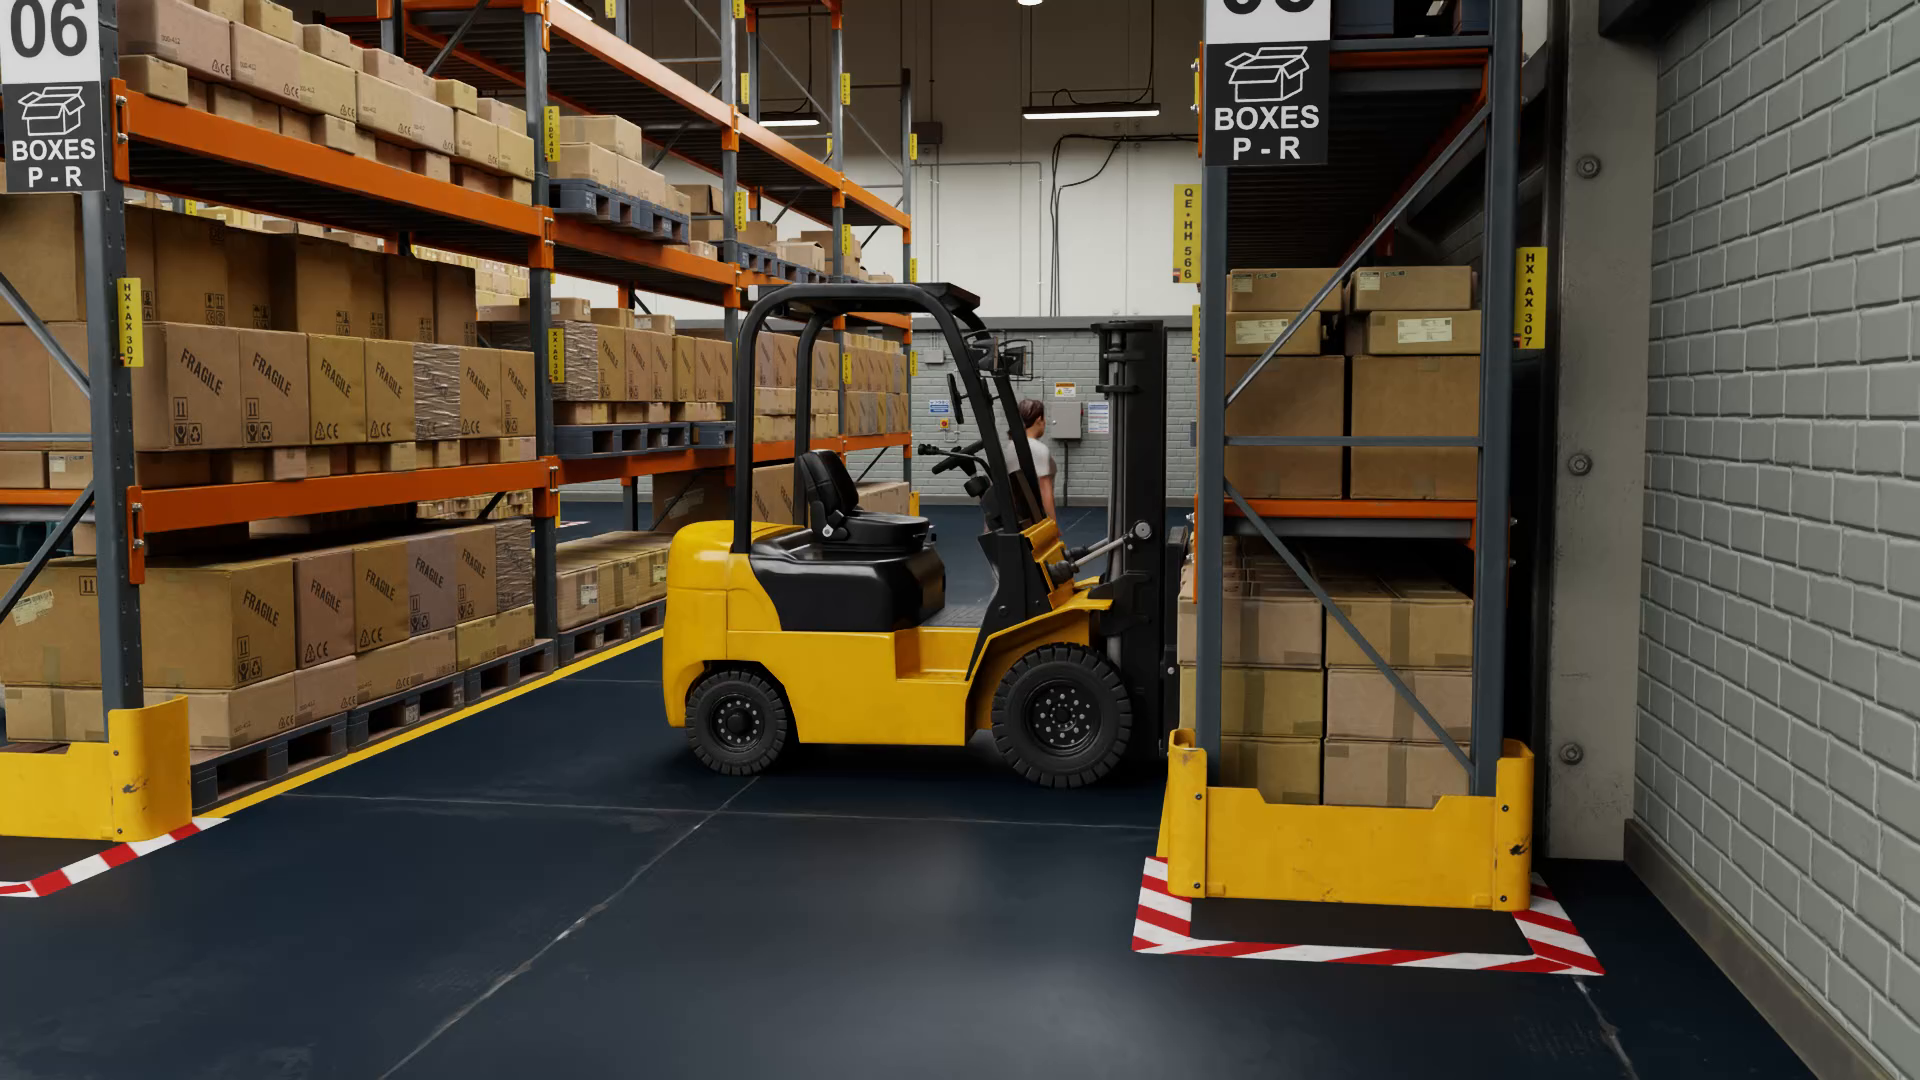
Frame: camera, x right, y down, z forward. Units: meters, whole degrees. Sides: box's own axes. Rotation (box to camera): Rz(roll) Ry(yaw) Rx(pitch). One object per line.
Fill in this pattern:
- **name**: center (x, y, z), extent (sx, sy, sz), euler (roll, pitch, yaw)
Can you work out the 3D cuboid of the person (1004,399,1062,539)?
- **person**: center (0.536, -0.095, 10.940), extent (0.659, 1.666, 0.465), euler (-2, 5, -26)
